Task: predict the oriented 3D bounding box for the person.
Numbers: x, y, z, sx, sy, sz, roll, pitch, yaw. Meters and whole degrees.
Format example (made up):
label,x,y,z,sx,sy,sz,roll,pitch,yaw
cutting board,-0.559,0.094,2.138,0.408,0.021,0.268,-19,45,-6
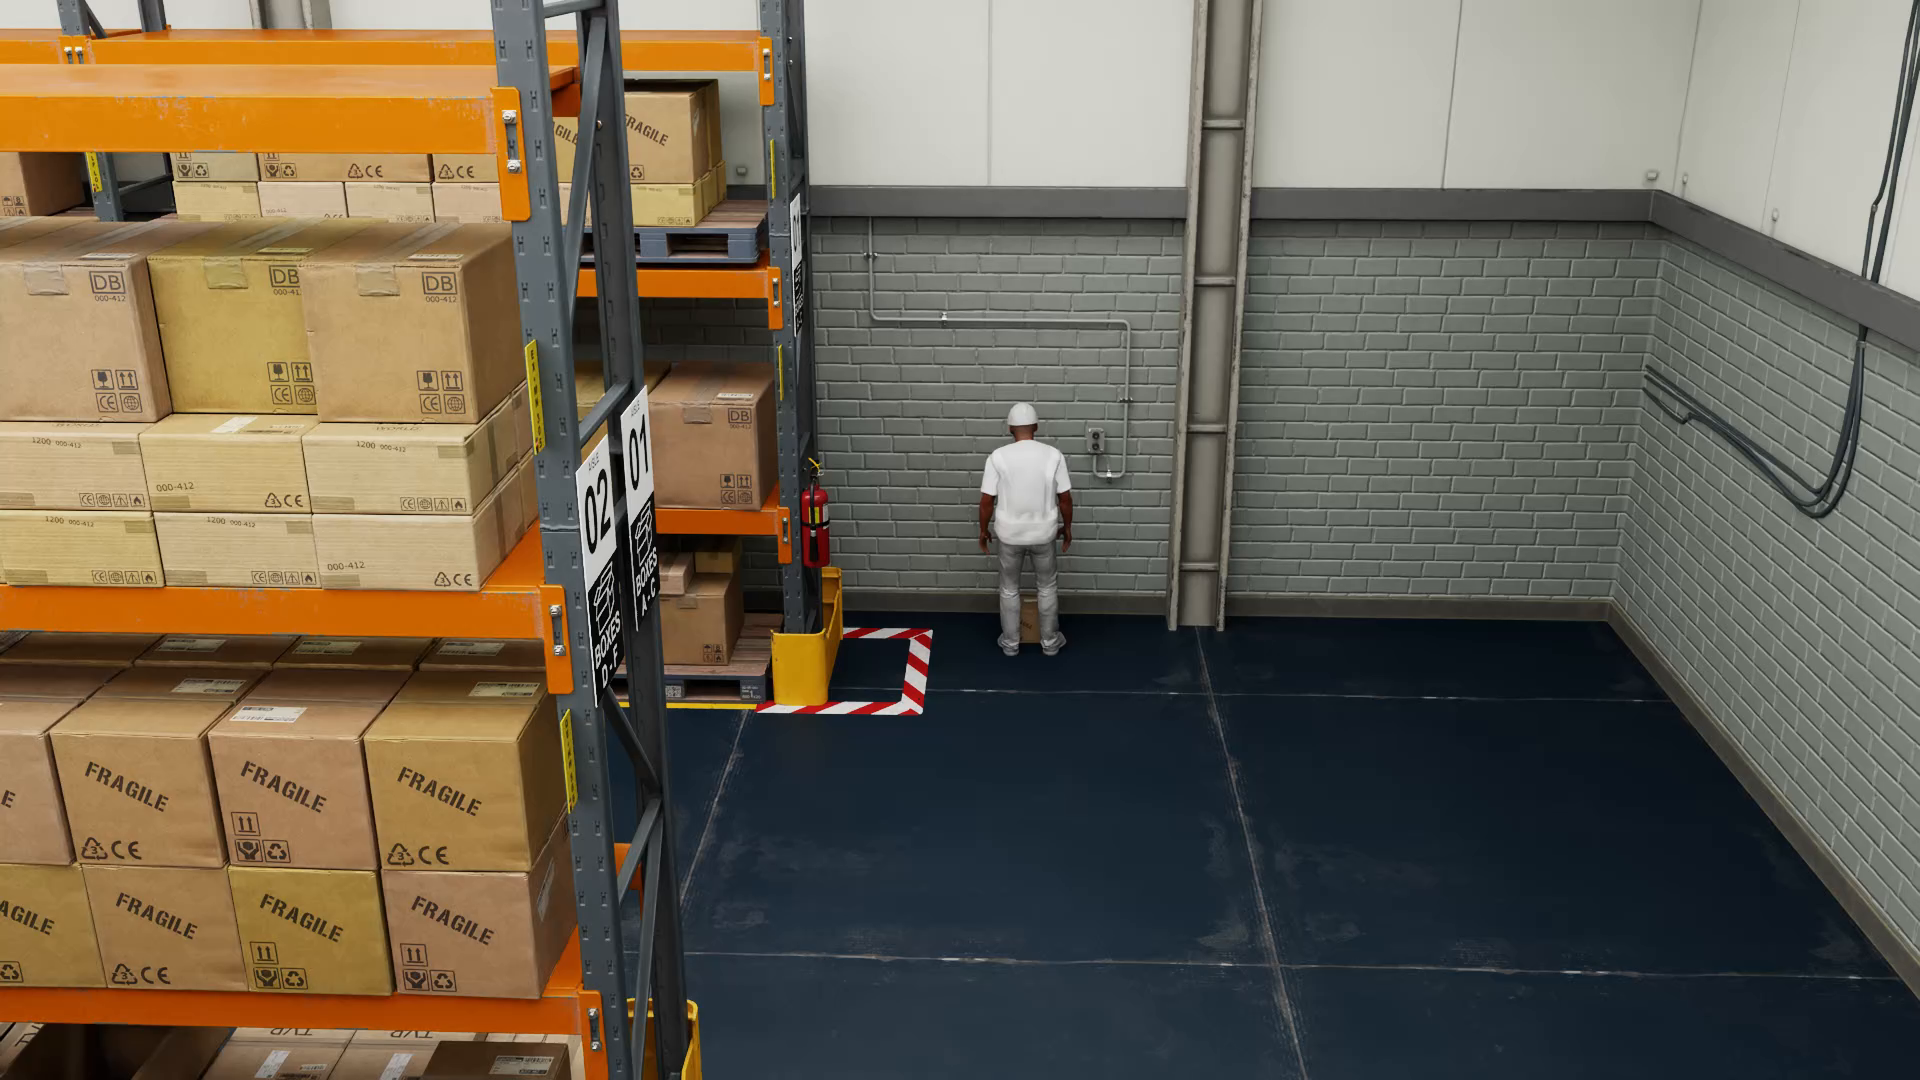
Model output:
label,x,y,z,sx,sy,sz,roll,pitch,yaw
person,0.443,-0.065,11.228,0.634,1.760,0.459,-1,21,-2
